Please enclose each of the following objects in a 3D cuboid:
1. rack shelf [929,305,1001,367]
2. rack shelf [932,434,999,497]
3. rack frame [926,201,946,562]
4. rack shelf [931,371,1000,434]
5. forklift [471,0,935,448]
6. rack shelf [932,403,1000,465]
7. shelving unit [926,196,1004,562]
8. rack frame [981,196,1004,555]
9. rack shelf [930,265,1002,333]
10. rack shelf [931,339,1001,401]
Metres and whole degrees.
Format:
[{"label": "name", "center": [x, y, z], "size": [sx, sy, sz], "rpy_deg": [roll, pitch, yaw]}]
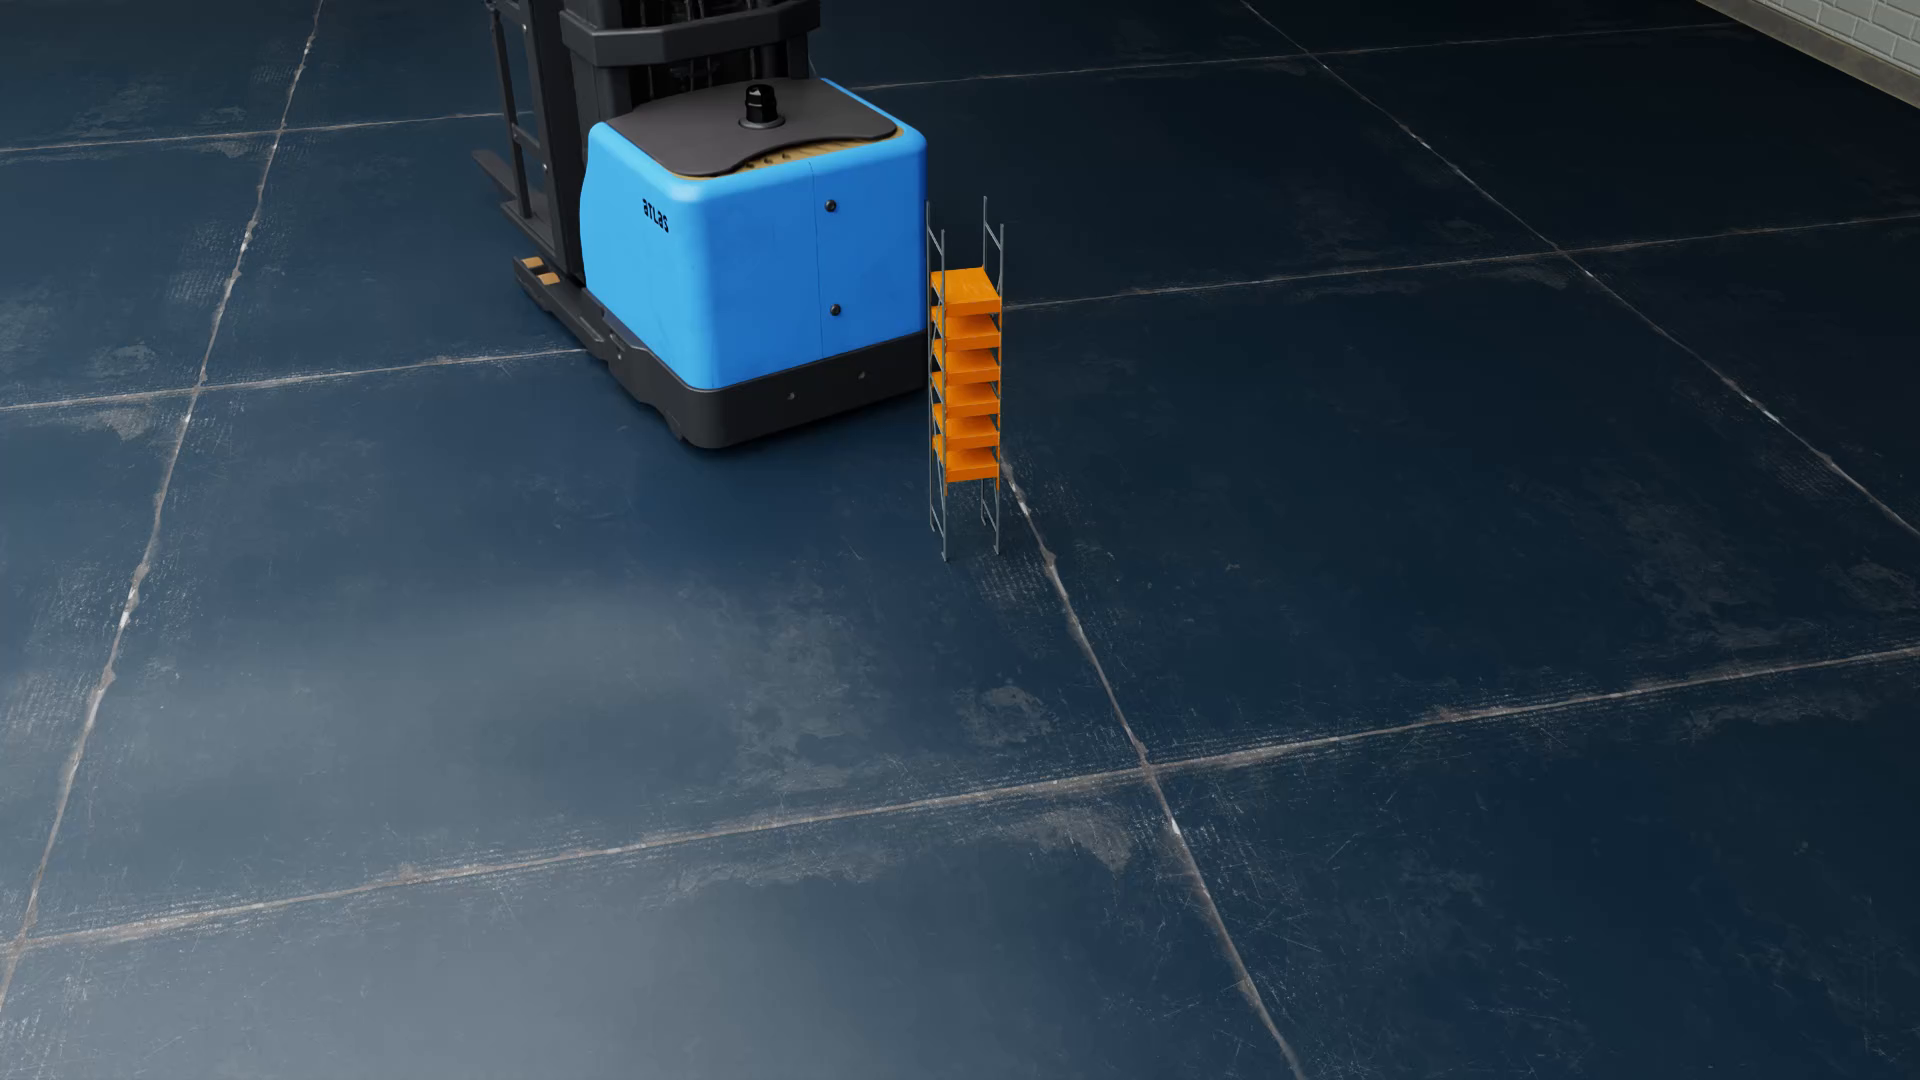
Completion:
[{"label": "rack shelf", "center": [0.014, -0.662, 5.309], "size": [0.180, 0.103, 0.258], "rpy_deg": [-7, 35, -11]}, {"label": "rack shelf", "center": [0.014, -0.264, 5.577], "size": [0.180, 0.103, 0.258], "rpy_deg": [-7, 35, -11]}, {"label": "rack frame", "center": [-0.075, -0.489, 5.402], "size": [0.006, 1.200, 0.240], "rpy_deg": [-7, 35, -11]}, {"label": "rack shelf", "center": [0.014, -0.463, 5.443], "size": [0.180, 0.103, 0.258], "rpy_deg": [-7, 35, -11]}, {"label": "forklift", "center": [-1.316, -2.339, 6.605], "size": [1.130, 2.935, 3.031], "rpy_deg": [-20, 39, -26]}, {"label": "rack shelf", "center": [0.014, -0.363, 5.510], "size": [0.180, 0.103, 0.258], "rpy_deg": [-7, 35, -11]}, {"label": "shelving unit", "center": [0.014, -0.500, 5.418], "size": [0.189, 1.200, 0.258], "rpy_deg": [-7, 35, -11]}, {"label": "rack frame", "center": [0.103, -0.511, 5.435], "size": [0.006, 1.200, 0.240], "rpy_deg": [-7, 35, -11]}, {"label": "rack shelf", "center": [0.014, -0.762, 5.242], "size": [0.180, 0.103, 0.258], "rpy_deg": [-7, 35, -11]}, {"label": "rack shelf", "center": [0.014, -0.563, 5.376], "size": [0.180, 0.103, 0.258], "rpy_deg": [-7, 35, -11]}]
